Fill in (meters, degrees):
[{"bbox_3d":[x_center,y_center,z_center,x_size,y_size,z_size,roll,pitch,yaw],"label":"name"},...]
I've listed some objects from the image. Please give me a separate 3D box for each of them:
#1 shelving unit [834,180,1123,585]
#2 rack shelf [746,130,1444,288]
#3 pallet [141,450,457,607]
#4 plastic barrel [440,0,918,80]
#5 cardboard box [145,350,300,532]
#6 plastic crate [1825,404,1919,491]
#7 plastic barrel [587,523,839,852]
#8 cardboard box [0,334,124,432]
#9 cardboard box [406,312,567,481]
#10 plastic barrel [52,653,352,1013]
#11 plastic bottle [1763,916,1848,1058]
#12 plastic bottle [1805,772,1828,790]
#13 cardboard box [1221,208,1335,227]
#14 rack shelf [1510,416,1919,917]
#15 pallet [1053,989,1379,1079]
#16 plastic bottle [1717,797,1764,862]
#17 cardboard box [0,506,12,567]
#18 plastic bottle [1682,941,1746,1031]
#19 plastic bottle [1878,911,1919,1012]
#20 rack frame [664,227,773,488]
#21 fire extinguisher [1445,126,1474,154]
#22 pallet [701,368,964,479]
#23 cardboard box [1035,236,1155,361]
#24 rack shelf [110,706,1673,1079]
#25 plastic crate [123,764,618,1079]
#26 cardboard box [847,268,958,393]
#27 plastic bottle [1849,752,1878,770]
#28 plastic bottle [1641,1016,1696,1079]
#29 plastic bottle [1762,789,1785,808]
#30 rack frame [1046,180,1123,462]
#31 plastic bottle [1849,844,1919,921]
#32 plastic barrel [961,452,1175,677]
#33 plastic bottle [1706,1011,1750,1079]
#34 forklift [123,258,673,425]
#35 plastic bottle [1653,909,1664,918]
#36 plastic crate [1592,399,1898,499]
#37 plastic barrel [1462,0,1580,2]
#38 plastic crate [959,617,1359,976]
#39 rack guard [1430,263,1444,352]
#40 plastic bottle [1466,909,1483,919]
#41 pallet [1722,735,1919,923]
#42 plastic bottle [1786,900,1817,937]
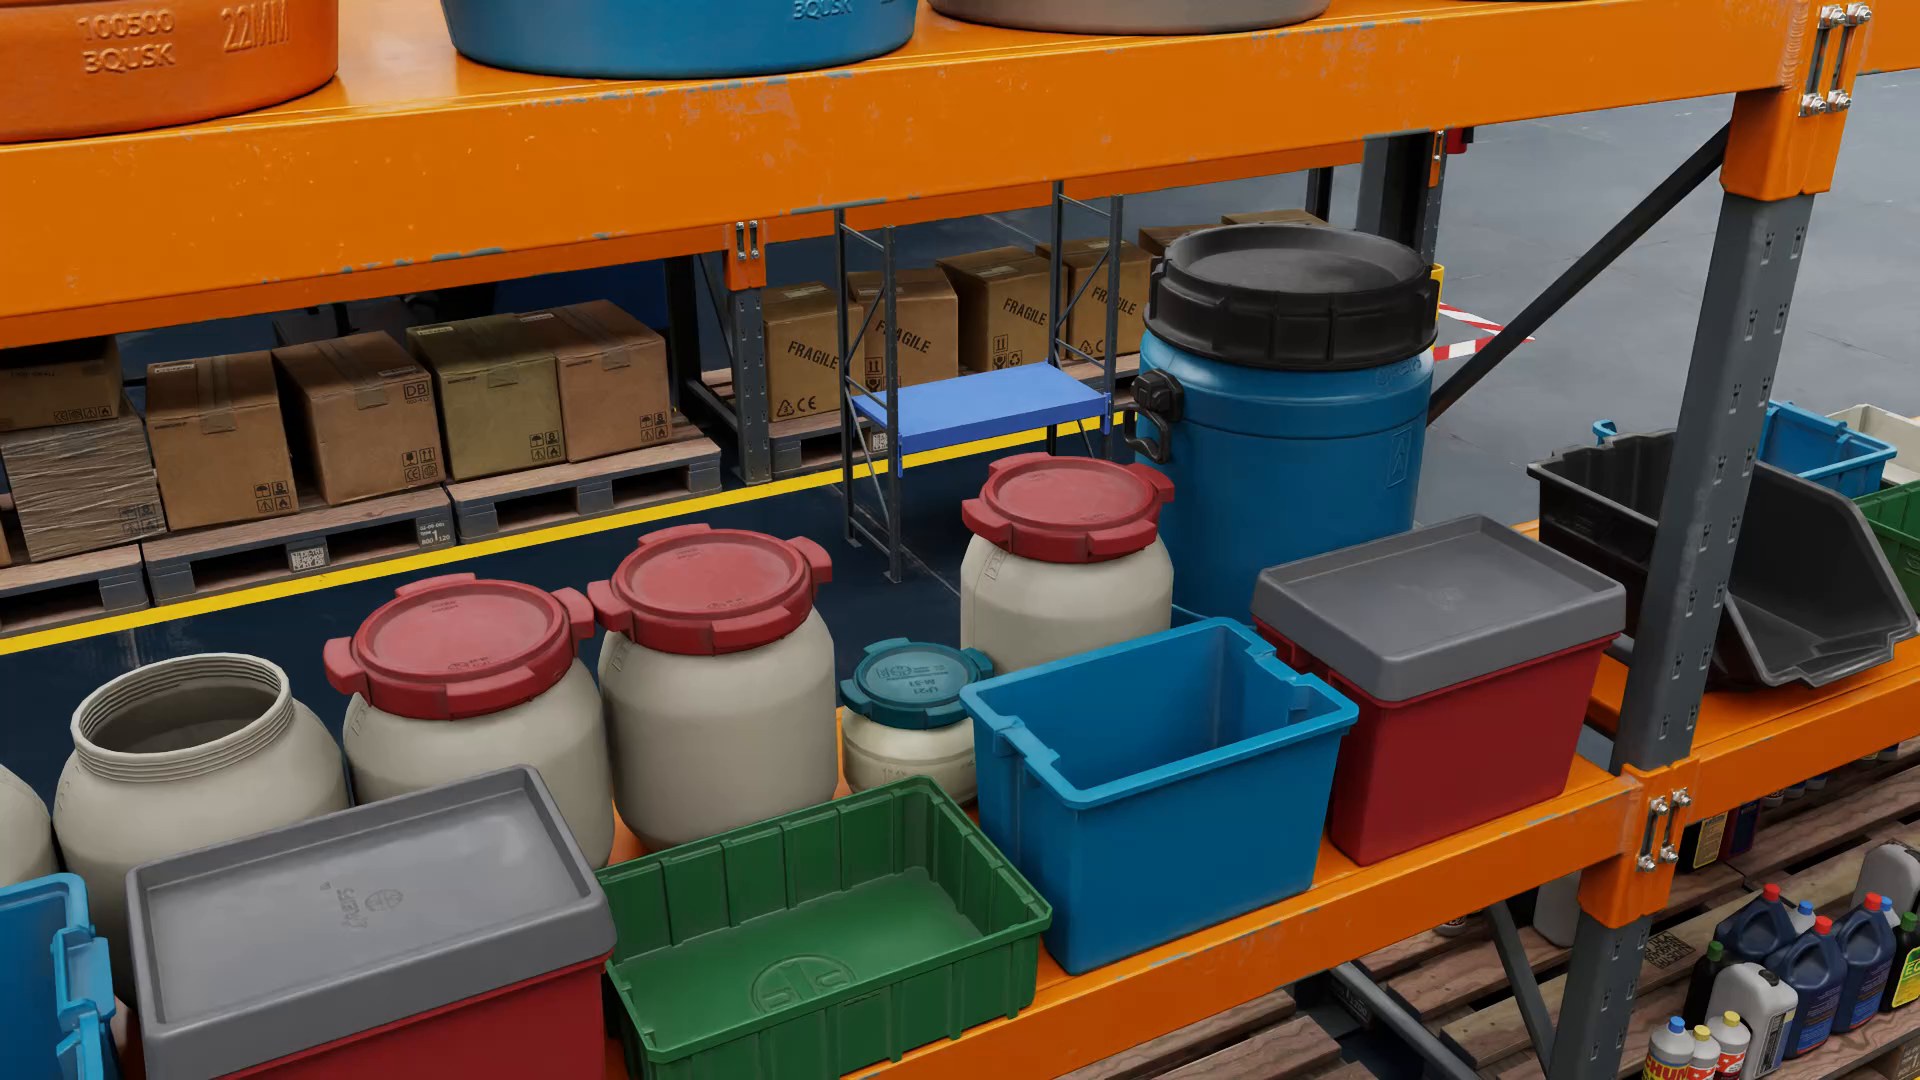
[{"bbox_3d":[0.075,-0.693,6.962,1.048,1.500,0.538,-13,29,-25],"label":"shelving unit"},{"bbox_3d":[0.593,-1.883,8.537,4.000,0.370,1.077,-13,29,-25],"label":"rack shelf"},{"bbox_3d":[-2.935,-0.133,7.284,1.213,0.211,1.003,-13,29,-25],"label":"pallet"},{"bbox_3d":[-0.341,-1.033,1.892,0.708,0.901,0.600,-13,29,-25],"label":"plastic barrel"},{"bbox_3d":[-3.139,-0.436,7.073,0.500,0.500,0.700,-11,28,-21],"label":"cardboard box"},{"bbox_3d":[2.473,-0.217,4.540,0.437,0.136,0.530,-13,29,-25],"label":"plastic crate"},{"bbox_3d":[-0.435,0.291,3.021,0.433,0.535,0.433,0,26,0],"label":"plastic barrel"},{"bbox_3d":[-3.660,-0.654,6.660,0.500,0.250,0.500,-10,27,-19],"label":"cardboard box"},{"bbox_3d":[-2.153,-0.664,7.548,0.500,0.500,0.700,-13,29,-25],"label":"cardboard box"},{"bbox_3d":[-1.191,0.479,2.657,0.421,0.512,0.421,0,26,0],"label":"plastic barrel"},{"bbox_3d":[2.067,1.082,4.083,0.185,0.351,0.144,-12,28,-24],"label":"plastic bottle"},{"bbox_3d":[2.640,0.629,5.118,0.097,0.271,0.097,0,26,0],"label":"plastic bottle"},{"bbox_3d":[1.799,-1.556,9.428,0.500,0.500,0.500,-8,27,-16],"label":"cardboard box"},{"bbox_3d":[2.924,0.009,4.597,4.000,0.370,1.077,-13,29,-25],"label":"rack shelf"},{"bbox_3d":[0.485,1.524,3.832,1.213,0.211,1.003,-13,29,-25],"label":"pallet"},{"bbox_3d":[2.242,0.781,4.788,0.133,0.283,0.061,-13,29,-25],"label":"plastic bottle"},{"bbox_3d":[-4.119,-0.200,6.582,0.500,0.500,0.700,-15,29,-28],"label":"cardboard box"},{"bbox_3d":[1.869,1.104,4.115,0.133,0.283,0.061,-13,29,-25],"label":"plastic bottle"},{"bbox_3d":[2.399,1.056,4.215,0.133,0.283,0.061,-12,28,-23],"label":"plastic bottle"},{"bbox_3d":[-1.171,-1.800,7.533,0.127,3.000,1.000,-13,29,-25],"label":"rack frame"},{"bbox_3d":[2.676,-2.427,8.928,0.183,0.674,0.296,-13,29,-25],"label":"fire extinguisher"},{"bbox_3d":[-0.595,-0.693,8.449,1.213,0.211,1.003,-13,29,-25],"label":"pallet"},{"bbox_3d":[0.727,-1.301,8.897,0.500,0.500,0.500,-10,27,-20],"label":"cardboard box"},{"bbox_3d":[-0.605,0.824,2.900,4.000,0.370,1.077,-13,29,-25],"label":"rack shelf"},{"bbox_3d":[-0.800,0.666,2.324,0.583,0.464,0.402,-13,29,-25],"label":"plastic crate"},{"bbox_3d":[-0.298,-1.048,8.370,0.500,0.500,0.500,-4,26,-9],"label":"cardboard box"},{"bbox_3d":[2.851,0.612,5.235,0.097,0.201,0.097,0,26,0],"label":"plastic bottle"},{"bbox_3d":[1.647,1.226,3.875,0.097,0.271,0.097,0,26,0],"label":"plastic bottle"},{"bbox_3d":[2.464,0.701,5.049,0.097,0.201,0.097,0,26,0],"label":"plastic bottle"},{"bbox_3d":[0.524,-0.797,7.177,0.032,1.500,0.500,-13,29,-25],"label":"rack frame"},{"bbox_3d":[2.517,0.939,4.467,0.135,0.276,0.152,-13,29,-25],"label":"plastic bottle"},{"bbox_3d":[0.212,0.142,3.332,0.433,0.535,0.433,0,26,0],"label":"plastic barrel"},{"bbox_3d":[1.826,1.216,3.976,0.097,0.201,0.097,0,26,0],"label":"plastic bottle"},{"bbox_3d":[-3.011,-2.086,8.207,3.031,2.935,1.130,-14,29,-26],"label":"forklift"},{"bbox_3d":[1.853,0.893,4.564,0.135,0.276,0.152,-13,29,-25],"label":"plastic bottle"},{"bbox_3d":[2.008,-0.170,4.310,0.616,0.251,0.499,-13,29,-25],"label":"plastic crate"},{"bbox_3d":[0.813,-1.300,2.447,0.708,0.901,0.600,-13,29,-25],"label":"plastic barrel"},{"bbox_3d":[0.332,0.443,2.881,0.575,0.384,0.392,-13,29,-25],"label":"plastic crate"},{"bbox_3d":[2.291,-1.472,9.738,0.348,0.500,1.175,-13,29,-25],"label":"rack guard"},{"bbox_3d":[1.429,0.894,4.552,0.133,0.283,0.061,-11,28,-23],"label":"plastic bottle"},{"bbox_3d":[2.849,0.978,4.969,1.213,0.211,1.003,-13,29,-25],"label":"pallet"},{"bbox_3d":[2.138,1.042,4.258,0.097,0.271,0.097,0,26,0],"label":"plastic bottle"}]
